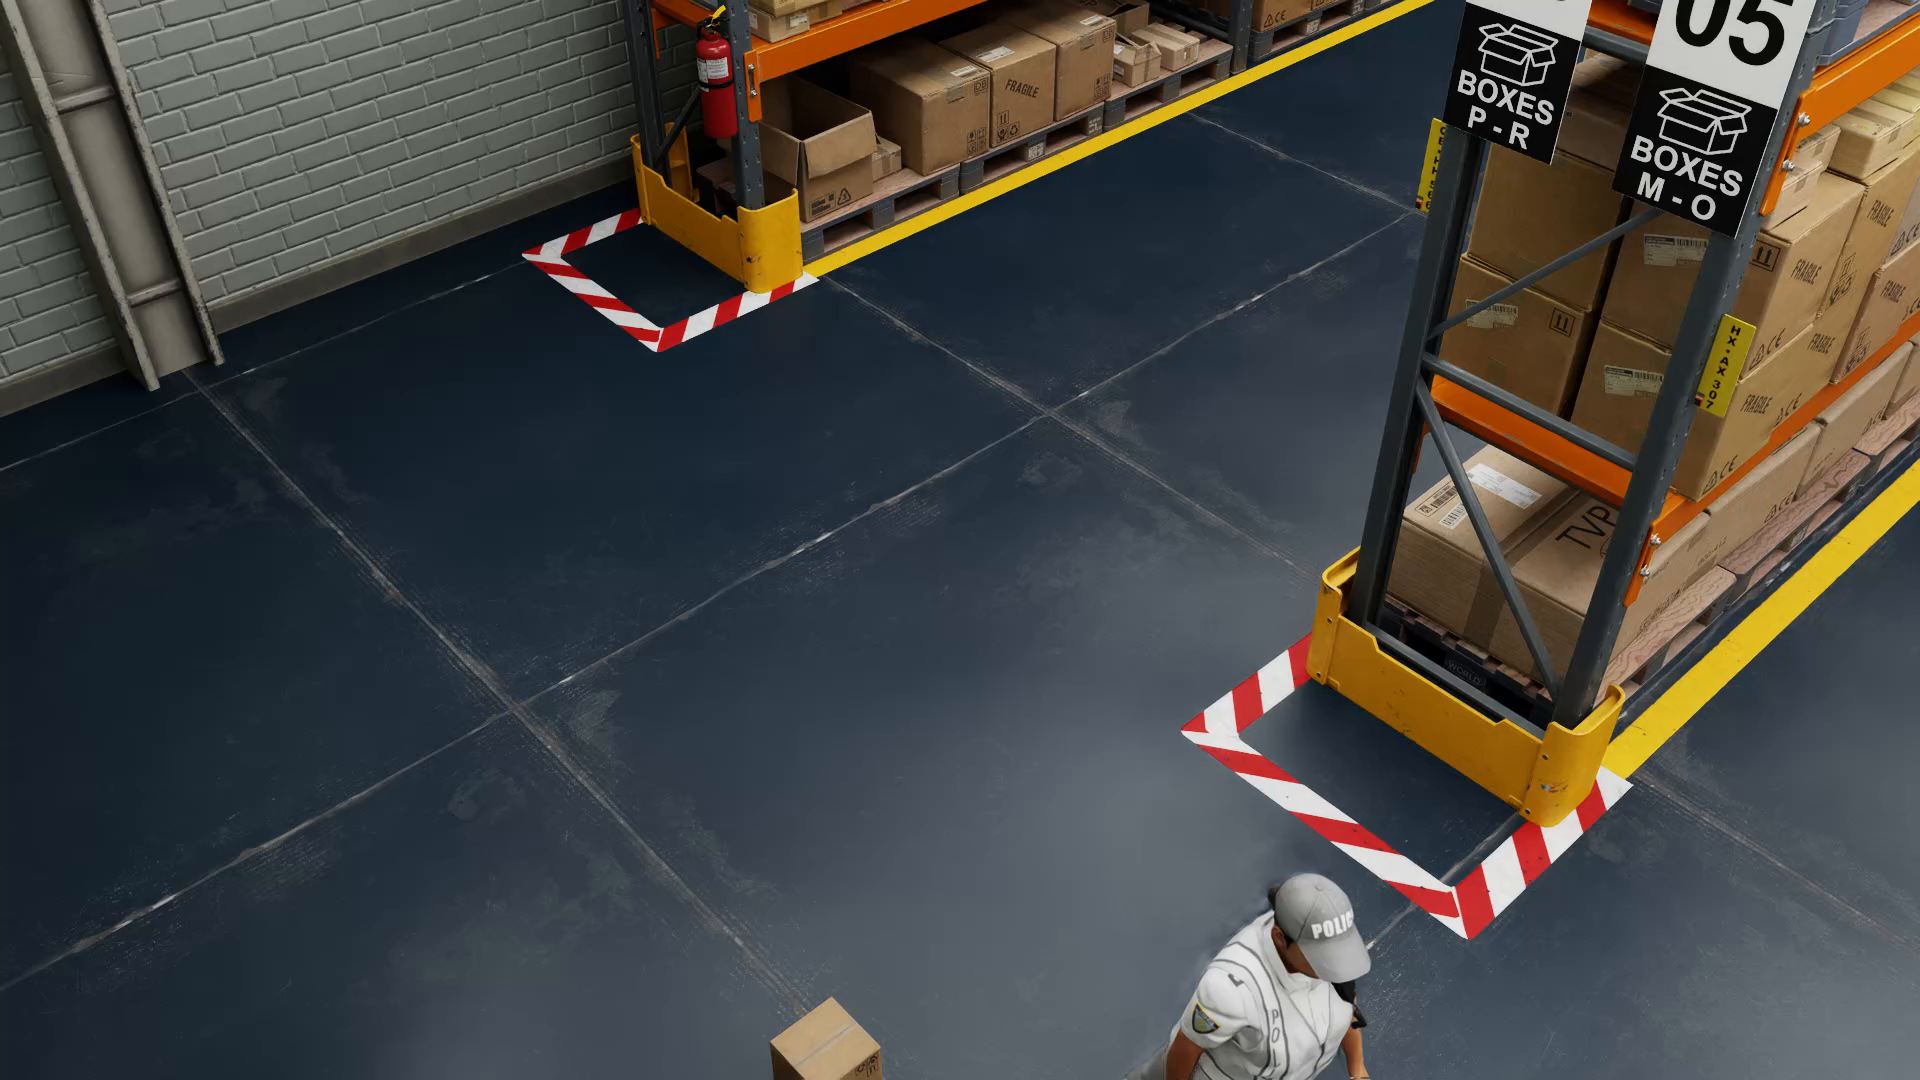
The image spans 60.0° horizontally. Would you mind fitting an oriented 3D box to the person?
[{"bbox_3d":[0.820,1.421,4.457,0.498,1.607,1.012,-32,49,-32],"label":"person"}]
